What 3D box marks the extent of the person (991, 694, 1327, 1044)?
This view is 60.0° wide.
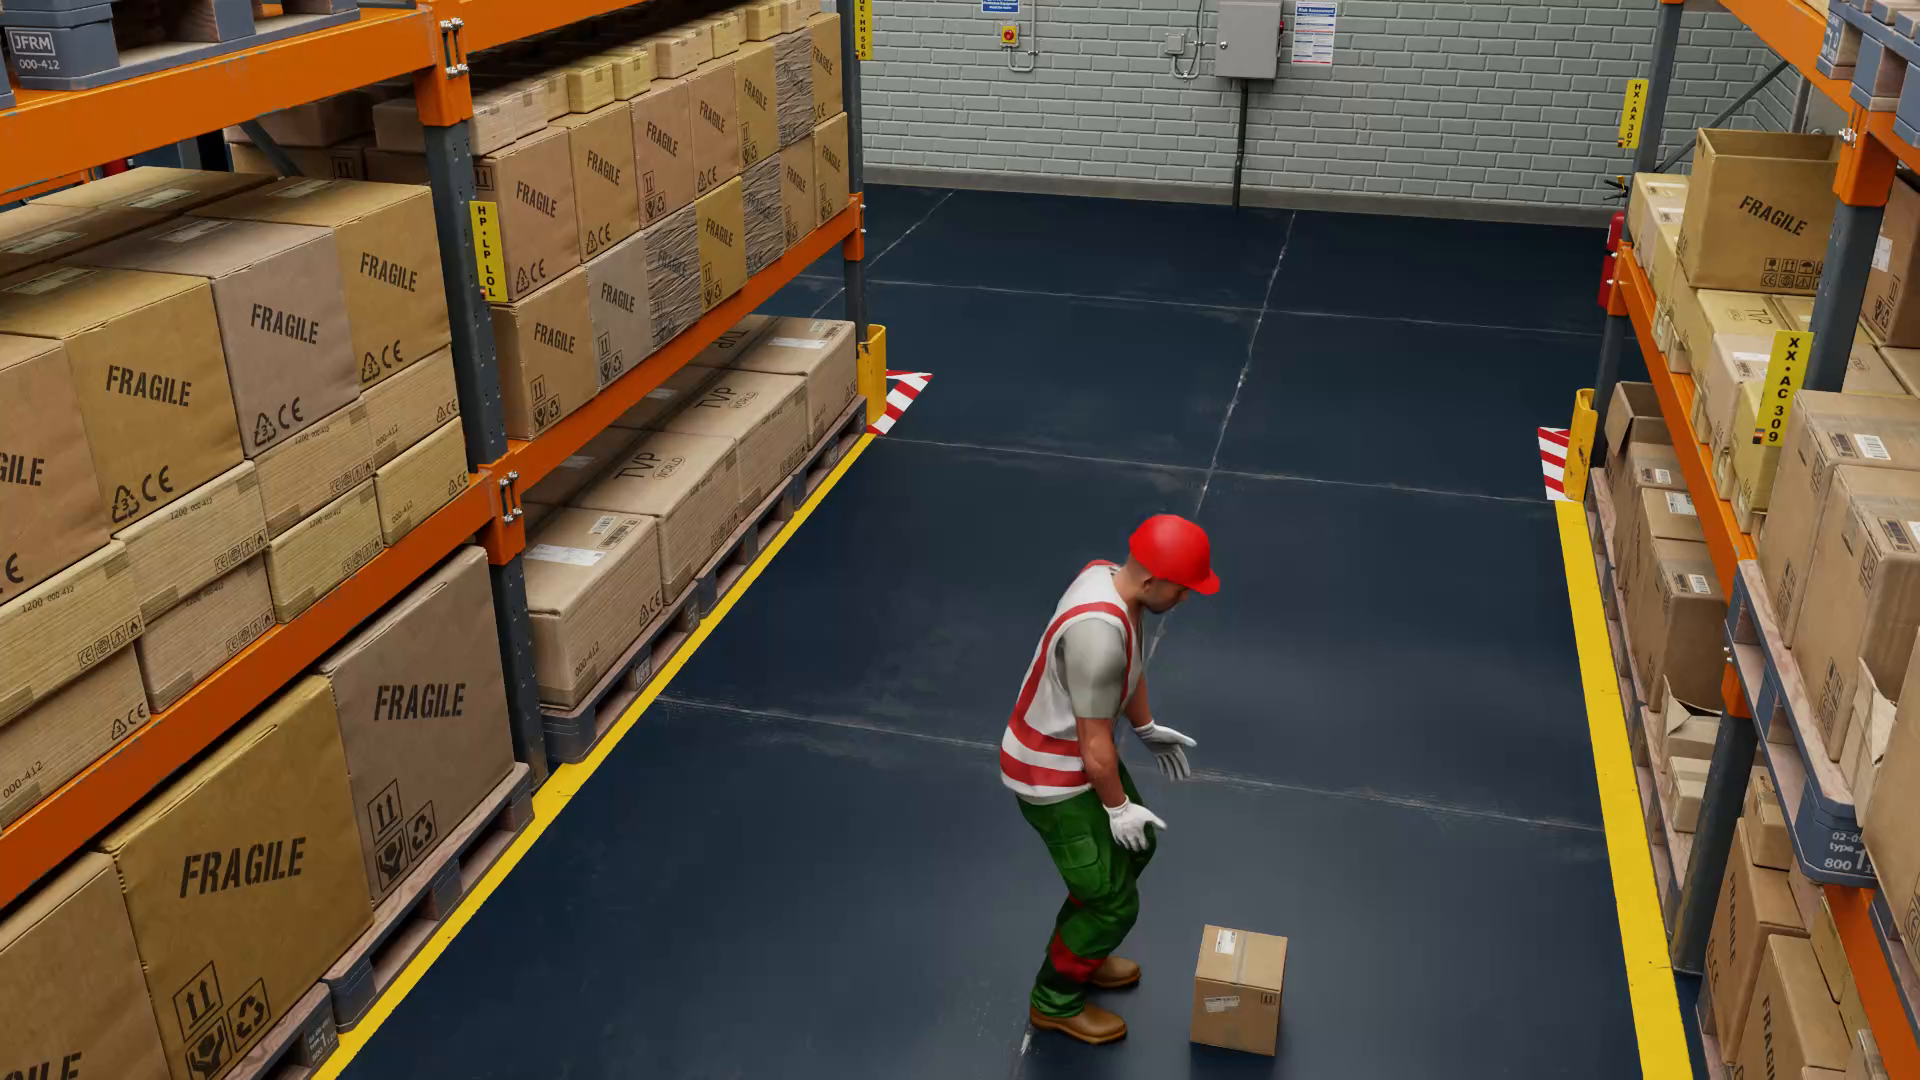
[{"bbox_3d":[0.569,0.967,4.894,0.957,1.036,0.522,5,26,11],"label":"person"}]
